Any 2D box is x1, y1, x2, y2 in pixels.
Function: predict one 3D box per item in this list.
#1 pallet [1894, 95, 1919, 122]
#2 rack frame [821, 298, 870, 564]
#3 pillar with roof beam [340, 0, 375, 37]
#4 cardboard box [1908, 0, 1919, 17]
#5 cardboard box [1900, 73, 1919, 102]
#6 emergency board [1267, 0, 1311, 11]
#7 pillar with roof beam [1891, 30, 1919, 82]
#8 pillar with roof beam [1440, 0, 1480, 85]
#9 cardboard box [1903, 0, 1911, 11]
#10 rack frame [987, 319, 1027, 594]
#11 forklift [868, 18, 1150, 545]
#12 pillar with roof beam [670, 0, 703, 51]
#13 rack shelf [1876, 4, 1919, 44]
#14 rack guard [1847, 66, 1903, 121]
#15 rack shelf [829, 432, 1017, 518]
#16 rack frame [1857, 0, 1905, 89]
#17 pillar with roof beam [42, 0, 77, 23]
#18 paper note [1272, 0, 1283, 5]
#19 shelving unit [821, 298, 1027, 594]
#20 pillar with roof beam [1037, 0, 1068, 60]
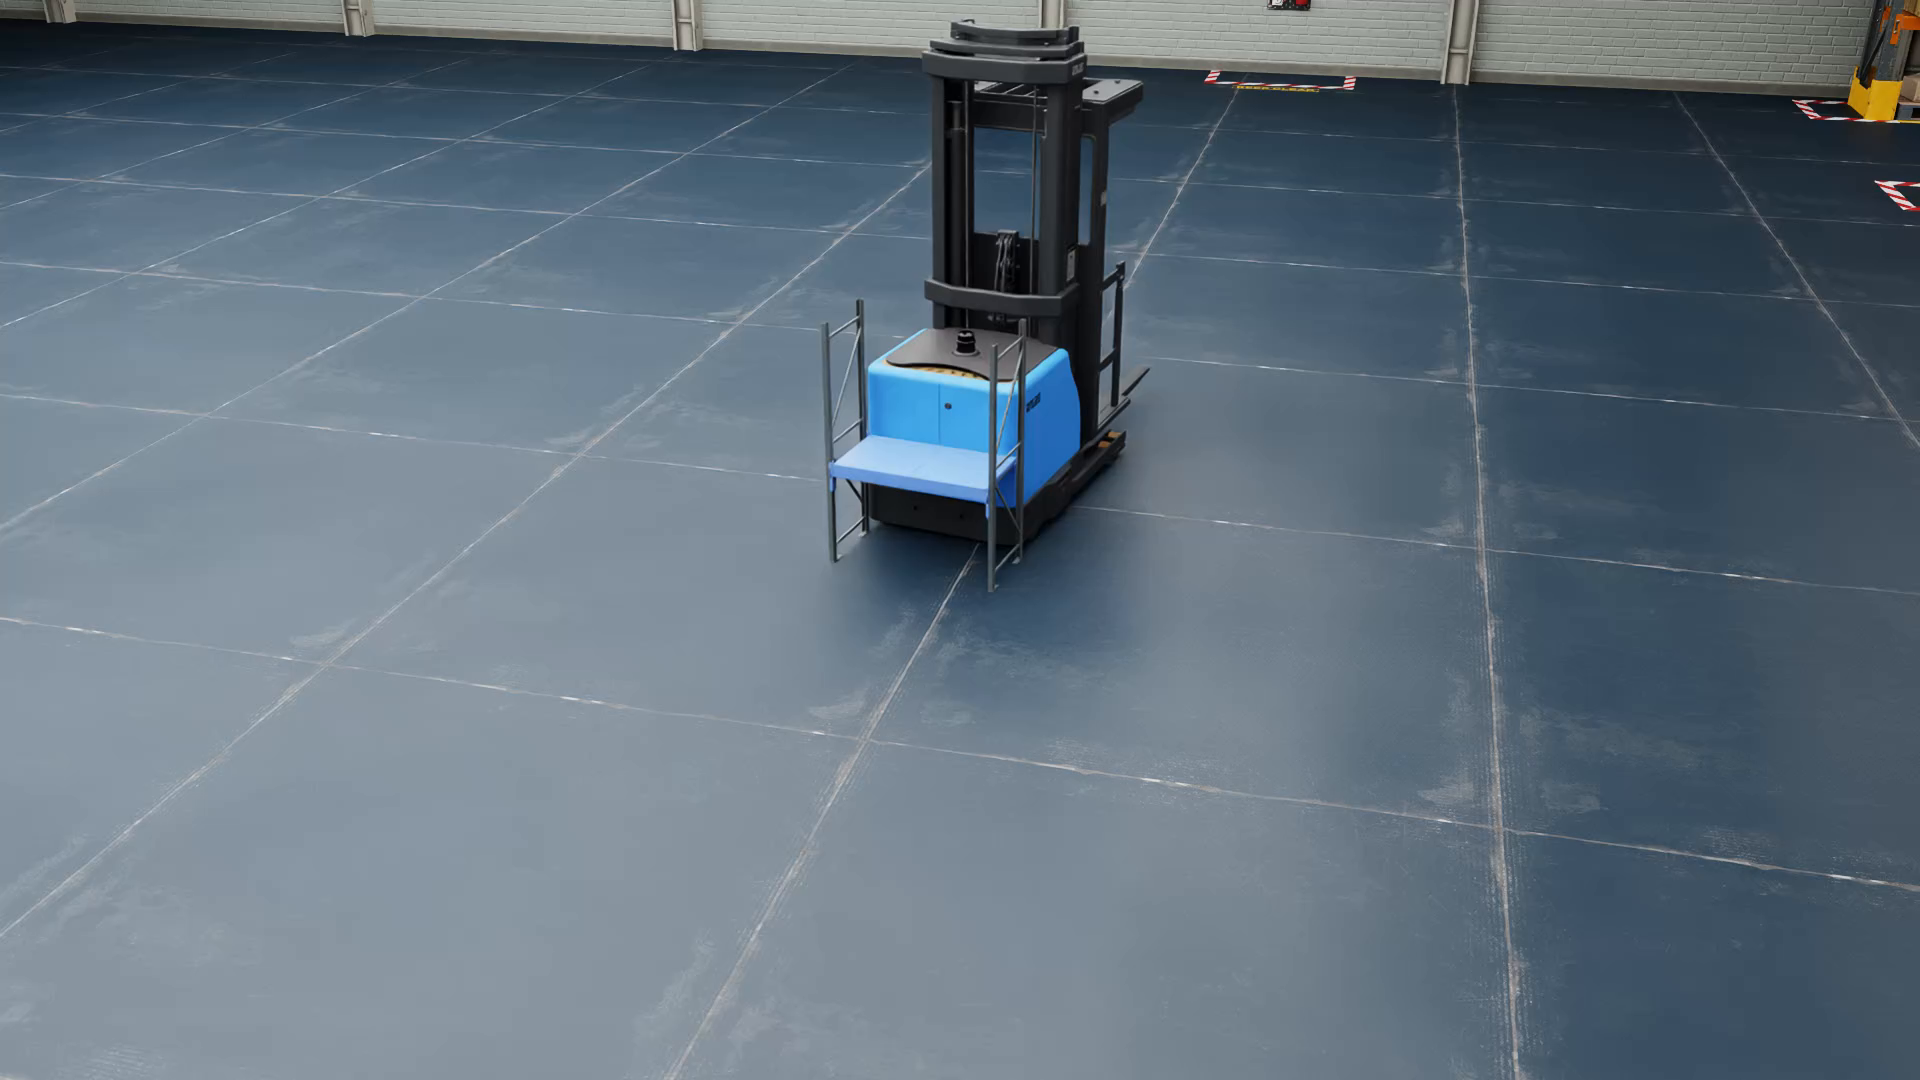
[{"bbox_3d":[12.992,-5.740,22.062,1.213,0.211,1.003,6,26,13],"label":"pallet"},{"bbox_3d":[-0.673,-0.635,9.840,0.032,1.500,0.500,10,27,20],"label":"rack frame"},{"bbox_3d":[-11.282,-10.880,22.635,0.400,9.000,9.100,6,26,13],"label":"pillar with roof beam"},{"bbox_3d":[12.534,-6.866,21.334,0.500,0.250,0.500,6,26,11],"label":"cardboard box"},{"bbox_3d":[12.788,-5.982,21.942,0.500,0.311,0.500,3,26,7],"label":"cardboard box"},{"bbox_3d":[4.839,-8.317,24.230,0.643,1.169,0.194,6,26,13],"label":"emergency board"},{"bbox_3d":[11.961,-8.311,17.238,0.400,9.000,9.100,6,26,13],"label":"pillar with roof beam"},{"bbox_3d":[6.151,-8.953,18.587,0.400,9.000,9.100,6,26,13],"label":"pillar with roof beam"},{"bbox_3d":[12.641,-7.081,21.785,0.500,0.250,0.500,7,26,14],"label":"cardboard box"},{"bbox_3d":[0.268,-0.470,9.492,0.032,1.500,0.500,10,27,20],"label":"rack frame"},{"bbox_3d":[0.495,-1.897,10.825,1.130,2.935,3.031,11,28,22],"label":"forklift"},{"bbox_3d":[-5.471,-10.238,21.286,0.400,9.000,9.100,6,26,13],"label":"pillar with roof beam"},{"bbox_3d":[14.077,-6.570,21.398,4.000,0.370,1.077,6,26,13],"label":"rack shelf"},{"bbox_3d":[12.214,-5.973,22.213,0.348,0.500,1.175,6,26,13],"label":"rack guard"},{"bbox_3d":[-0.203,-0.390,9.743,1.000,0.185,0.538,10,27,20],"label":"rack shelf"},{"bbox_3d":[12.140,-7.109,21.693,0.127,3.000,1.000,6,26,13],"label":"rack frame"},{"bbox_3d":[-17.093,-11.523,23.984,0.400,9.000,9.100,6,26,13],"label":"pillar with roof beam"},{"bbox_3d":[4.685,-7.967,24.520,0.142,0.148,0.016,6,26,13],"label":"paper note"},{"bbox_3d":[-0.203,-0.552,9.666,1.048,1.500,0.538,10,27,20],"label":"shelving unit"},{"bbox_3d":[0.340,-9.596,19.936,0.400,9.000,9.100,6,26,13],"label":"pillar with roof beam"}]
